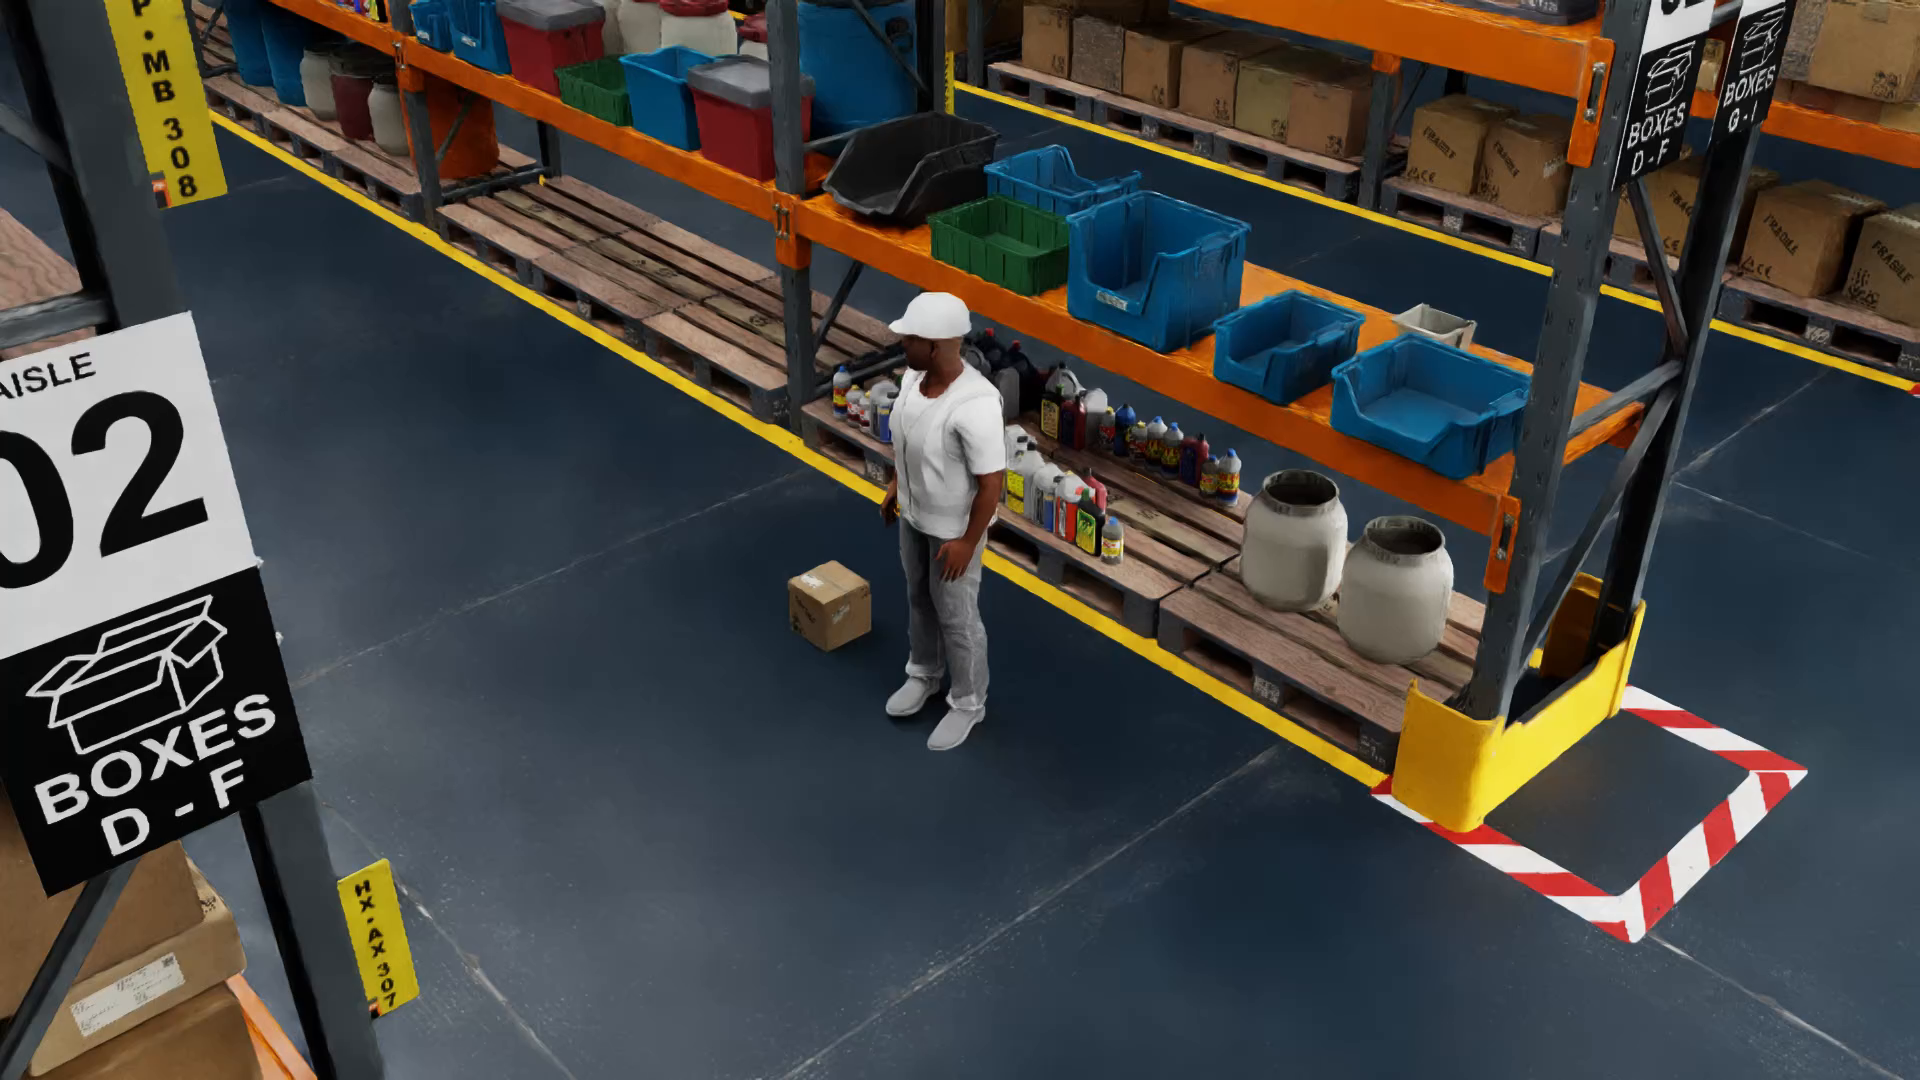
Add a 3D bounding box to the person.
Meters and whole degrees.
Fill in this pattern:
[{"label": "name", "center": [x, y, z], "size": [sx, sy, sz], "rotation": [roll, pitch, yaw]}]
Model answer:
[{"label": "person", "center": [-0.095, -0.076, 6.219], "size": [0.413, 1.802, 0.627], "rotation": [-17, 35, -25]}]
